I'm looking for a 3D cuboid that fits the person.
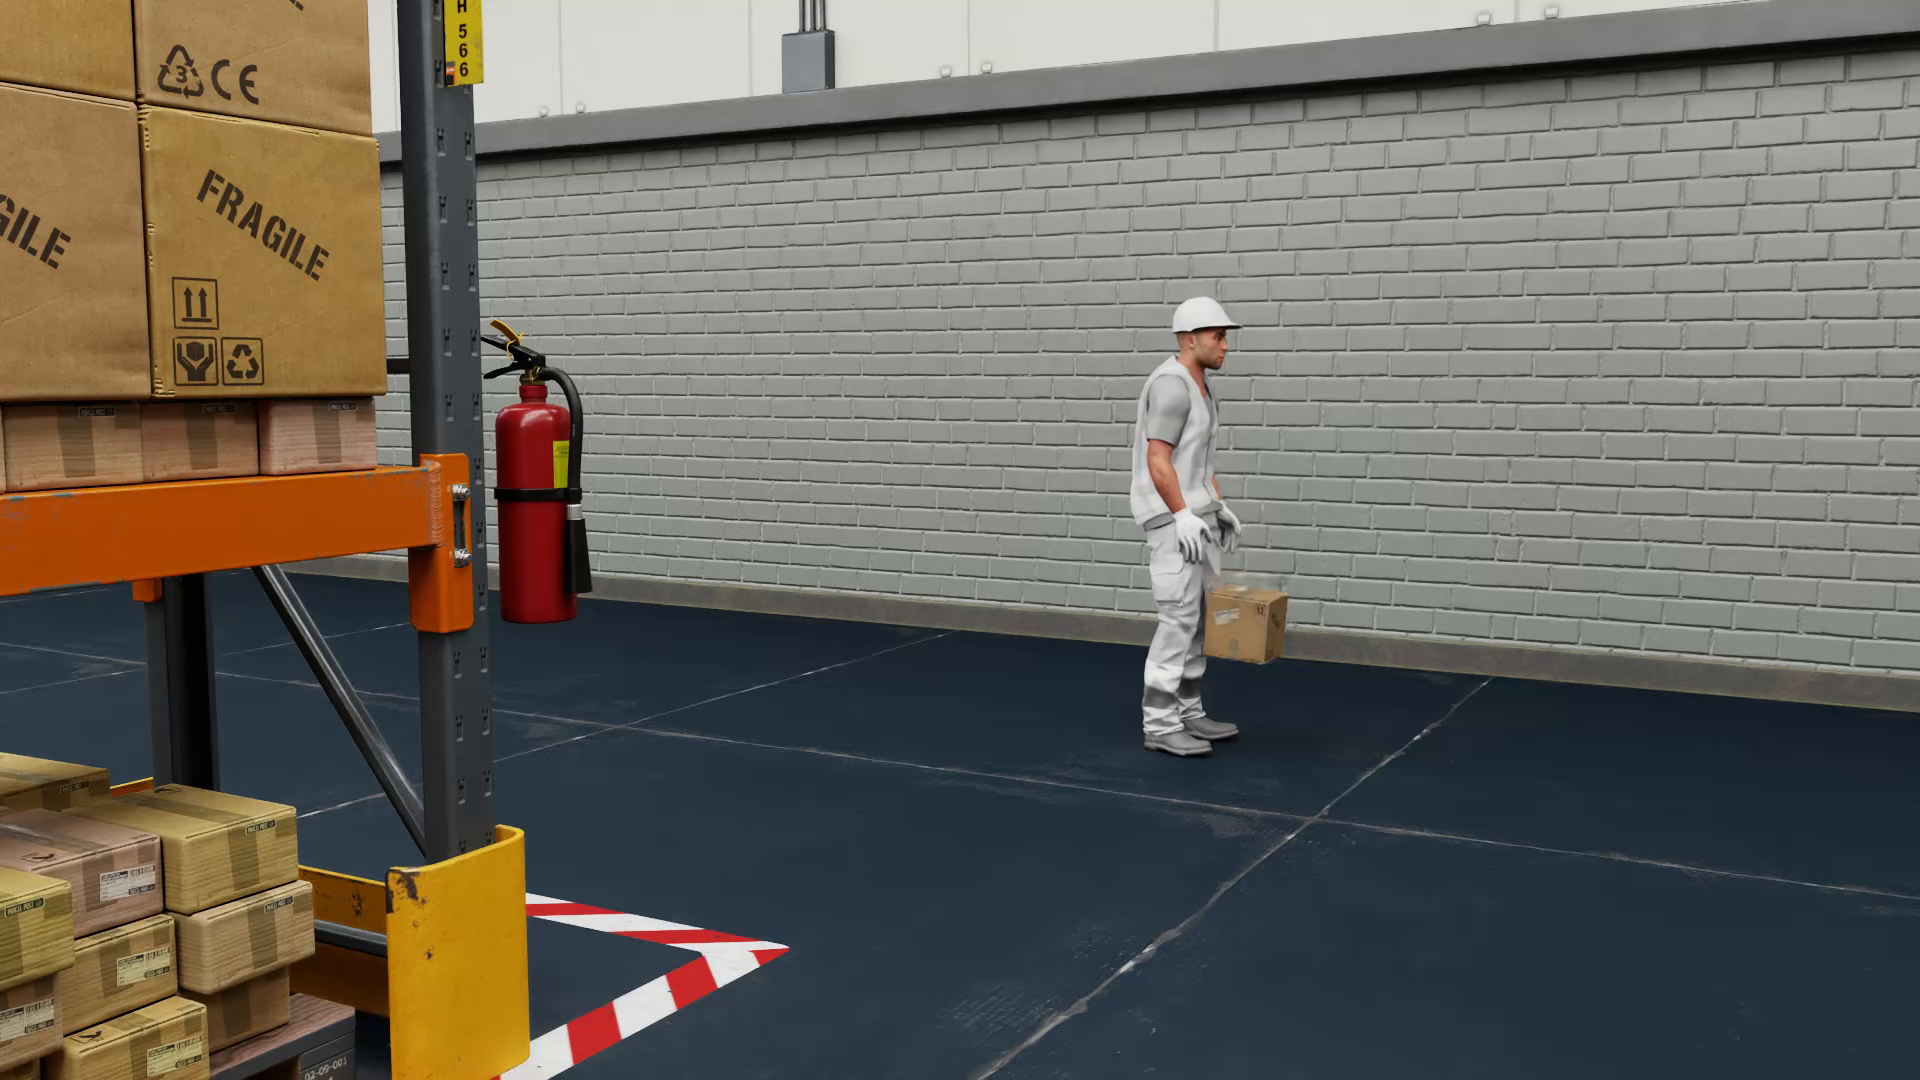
[{"bbox_3d":[0.904,-0.068,6.636,0.417,1.785,0.553,3,7,27],"label":"person"}]
